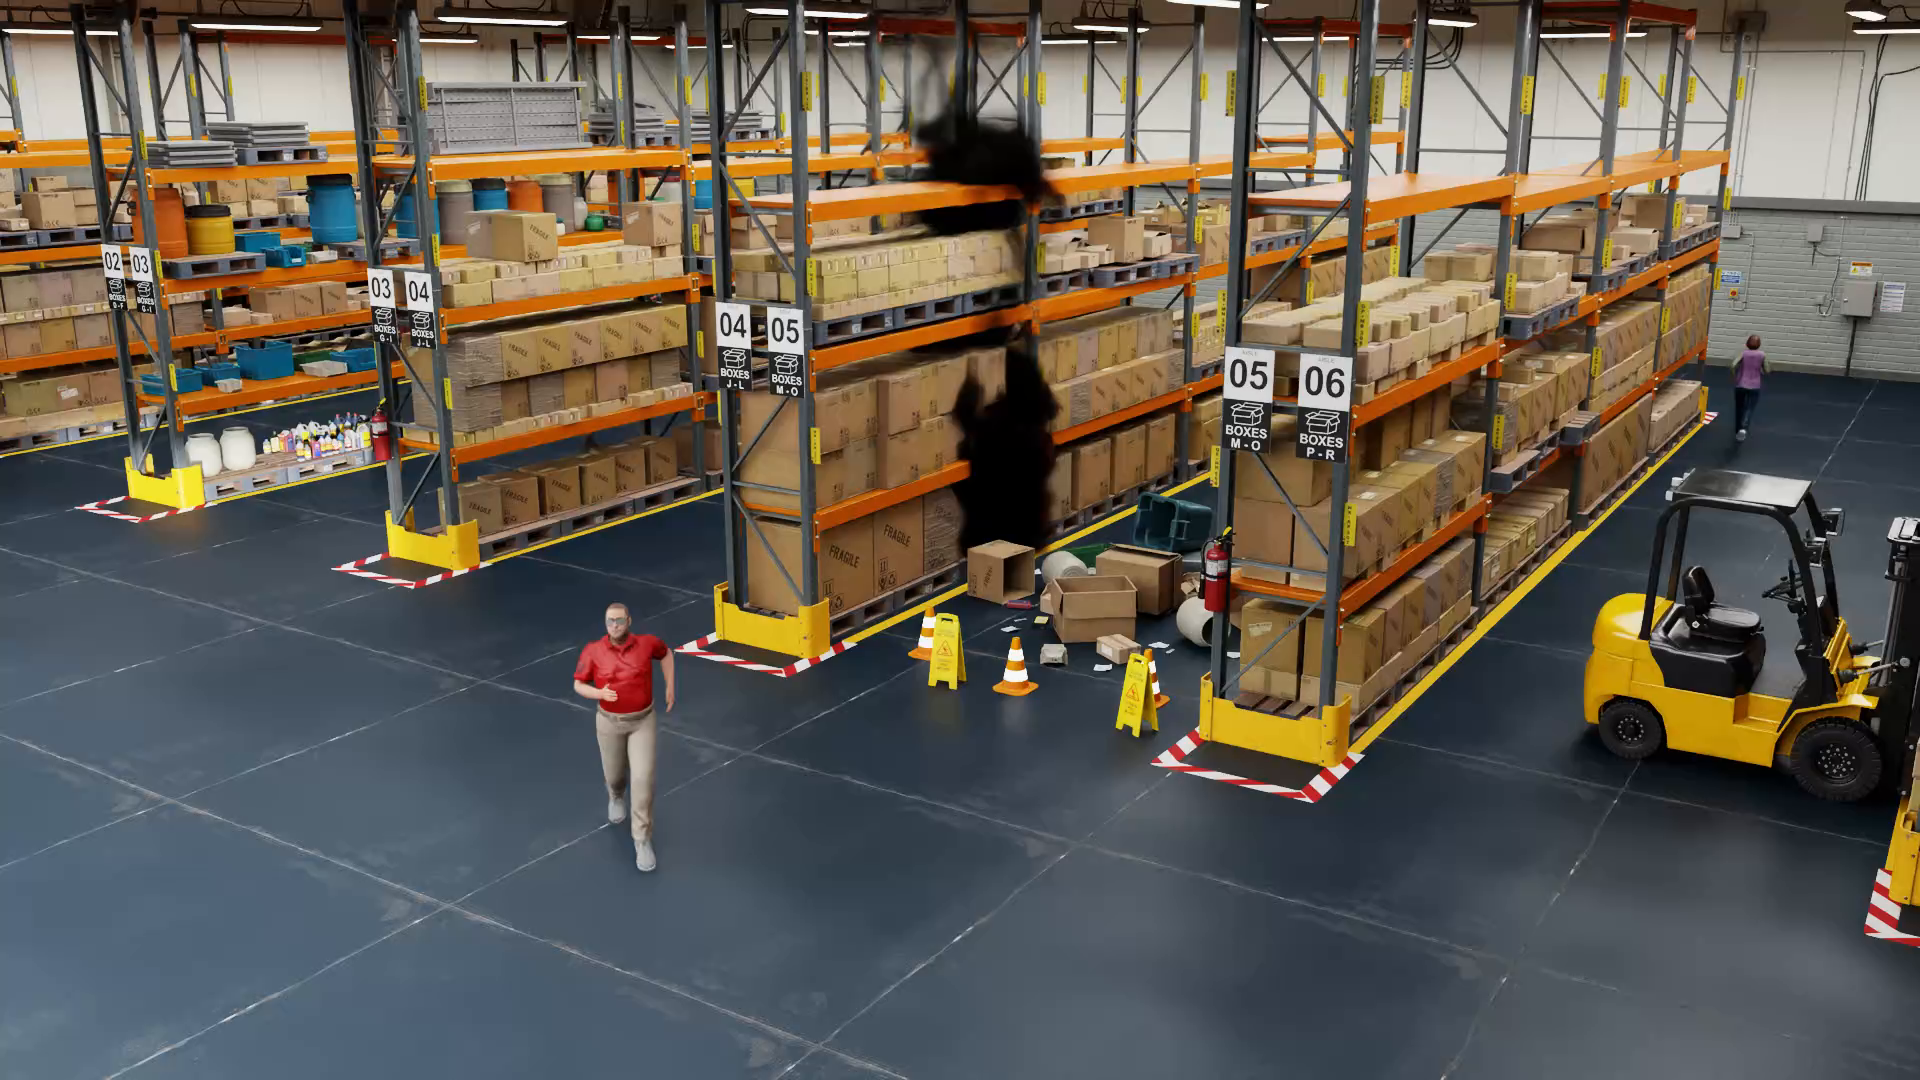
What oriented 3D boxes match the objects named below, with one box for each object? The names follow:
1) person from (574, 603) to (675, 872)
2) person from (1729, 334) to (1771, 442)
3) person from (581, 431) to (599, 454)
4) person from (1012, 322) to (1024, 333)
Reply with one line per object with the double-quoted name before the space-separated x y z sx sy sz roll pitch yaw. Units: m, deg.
"person" -2.284 1.271 11.386 0.669 1.708 1.042 -2 16 -9
"person" 11.359 -2.169 23.981 0.543 1.598 0.890 8 17 26
"person" -4.936 -1.636 22.063 0.558 1.685 0.667 8 17 26
"person" 0.864 -2.475 25.019 0.562 1.635 0.616 10 18 32
